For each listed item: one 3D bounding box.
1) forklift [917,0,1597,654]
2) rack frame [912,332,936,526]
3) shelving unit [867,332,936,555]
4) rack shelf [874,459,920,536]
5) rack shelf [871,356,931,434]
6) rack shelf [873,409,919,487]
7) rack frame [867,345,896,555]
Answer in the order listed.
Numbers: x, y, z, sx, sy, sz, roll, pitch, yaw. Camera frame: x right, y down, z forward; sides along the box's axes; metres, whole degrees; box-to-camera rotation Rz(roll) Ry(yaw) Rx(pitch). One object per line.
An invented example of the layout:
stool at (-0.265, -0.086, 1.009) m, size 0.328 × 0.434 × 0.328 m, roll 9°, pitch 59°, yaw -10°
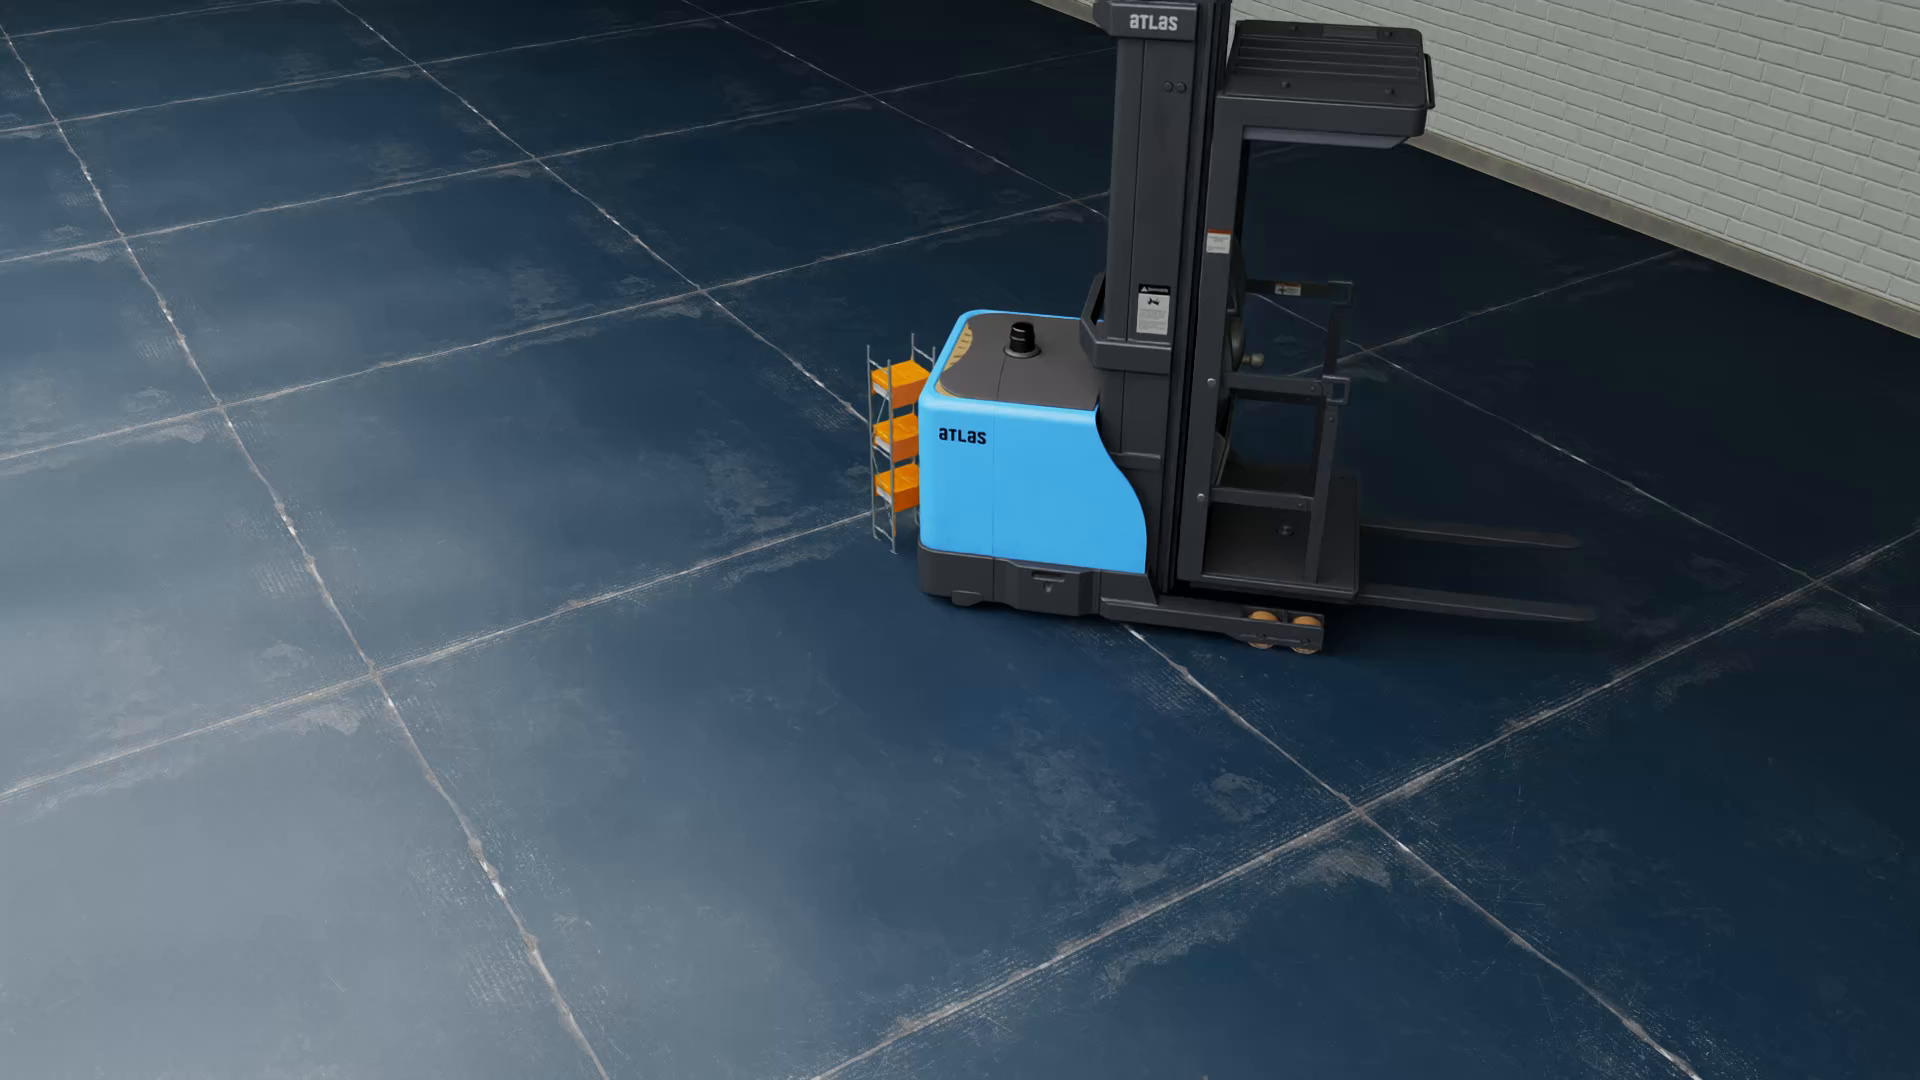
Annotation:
forklift at (1.374, -1.041, 7.154) m, size 3.031 × 2.935 × 1.130 m, roll 6°, pitch 33°, yaw 10°
rack frame at (-0.170, -0.489, 8.041) m, size 0.008 × 1.050 × 0.200 m, roll -19°, pitch 37°, yaw -28°
shelving unit at (-0.271, -0.453, 7.984) m, size 0.252 × 1.050 × 0.215 m, roll -19°, pitch 37°, yaw -28°
rack shelf at (-0.271, -0.209, 8.138) m, size 0.240 × 0.259 × 0.215 m, roll -19°, pitch 37°, yaw -28°
rack shelf at (-0.271, -0.684, 7.838) m, size 0.240 × 0.259 × 0.215 m, roll -19°, pitch 37°, yaw -28°
rack shelf at (-0.271, -0.444, 7.989) m, size 0.240 × 0.259 × 0.215 m, roll -19°, pitch 37°, yaw -28°
rack frame at (-0.373, -0.417, 7.927) m, size 0.008 × 1.050 × 0.200 m, roll -19°, pitch 37°, yaw -28°
